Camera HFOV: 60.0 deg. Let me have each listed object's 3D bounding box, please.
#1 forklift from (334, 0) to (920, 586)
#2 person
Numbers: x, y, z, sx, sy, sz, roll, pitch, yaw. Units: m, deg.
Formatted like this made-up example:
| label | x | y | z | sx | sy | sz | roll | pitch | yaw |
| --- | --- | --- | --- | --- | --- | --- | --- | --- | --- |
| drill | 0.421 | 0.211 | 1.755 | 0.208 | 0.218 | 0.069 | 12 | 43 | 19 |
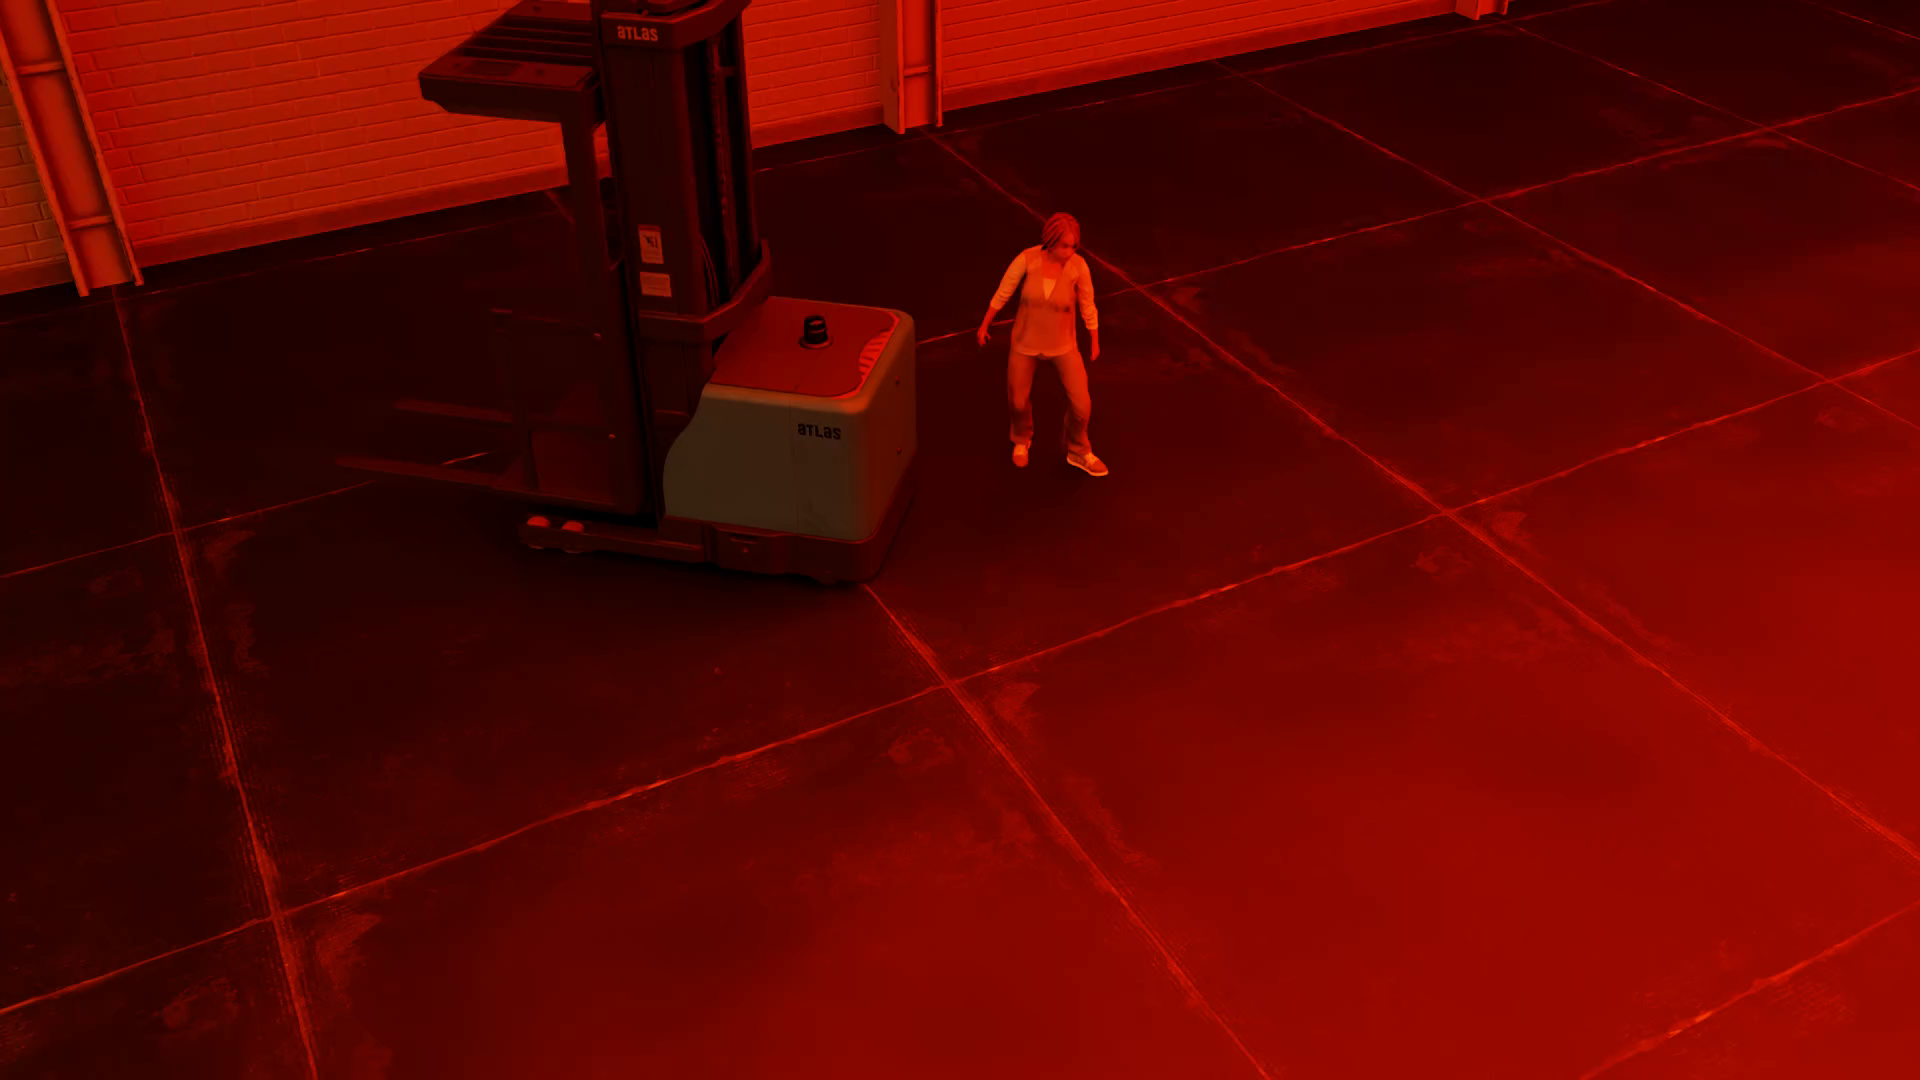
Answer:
| label | x | y | z | sx | sy | sz | roll | pitch | yaw |
| --- | --- | --- | --- | --- | --- | --- | --- | --- | --- |
| forklift | -1.790 | -1.413 | 8.122 | 3.031 | 2.935 | 1.130 | 8 | 36 | 11 |
| person | 0.457 | -1.043 | 8.832 | 0.745 | 1.570 | 0.414 | 5 | 36 | 7 |
